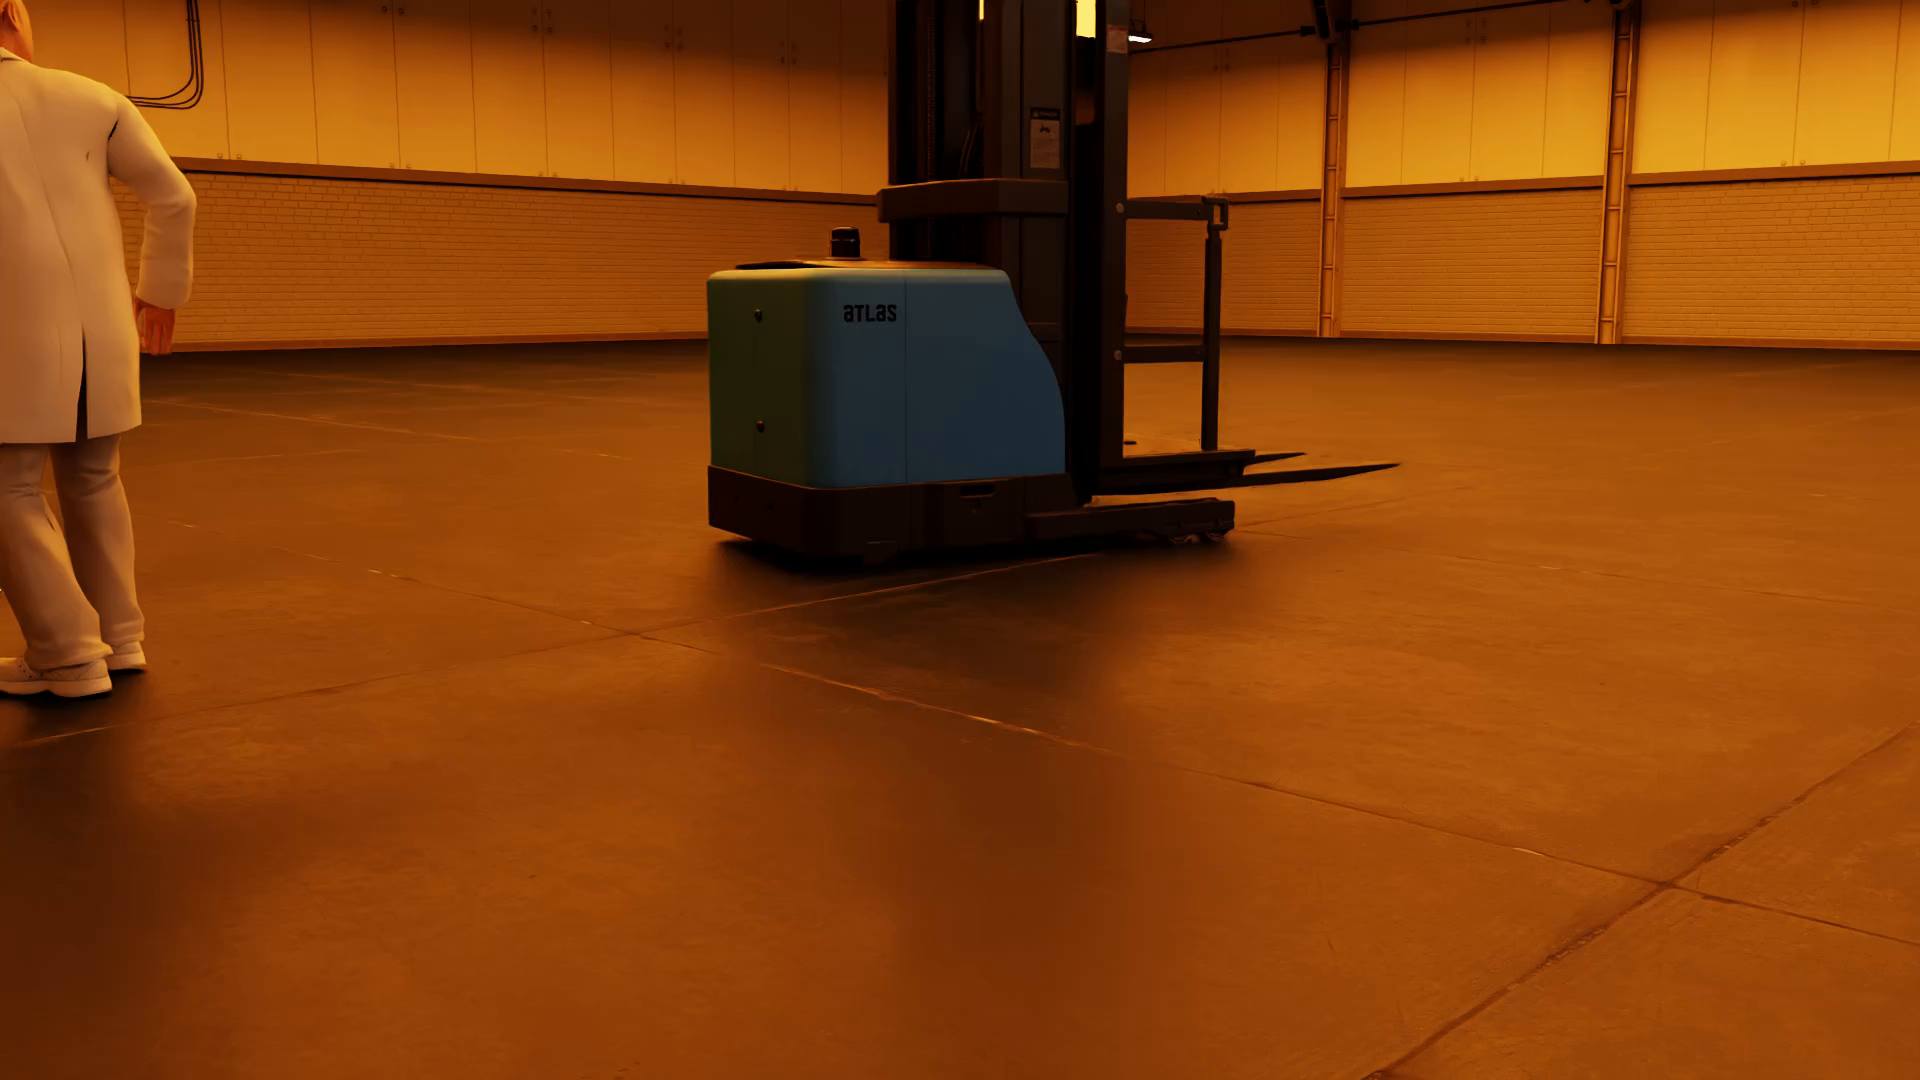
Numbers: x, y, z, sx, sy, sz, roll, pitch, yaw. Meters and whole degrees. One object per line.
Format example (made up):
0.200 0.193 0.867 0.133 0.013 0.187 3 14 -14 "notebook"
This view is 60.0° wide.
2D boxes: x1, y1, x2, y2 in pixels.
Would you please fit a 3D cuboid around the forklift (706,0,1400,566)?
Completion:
0.520 -1.497 6.814 3.031 2.935 1.130 -5 10 -31 "forklift"

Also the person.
-2.348 -0.499 4.148 0.557 1.756 0.798 6 10 33 "person"
